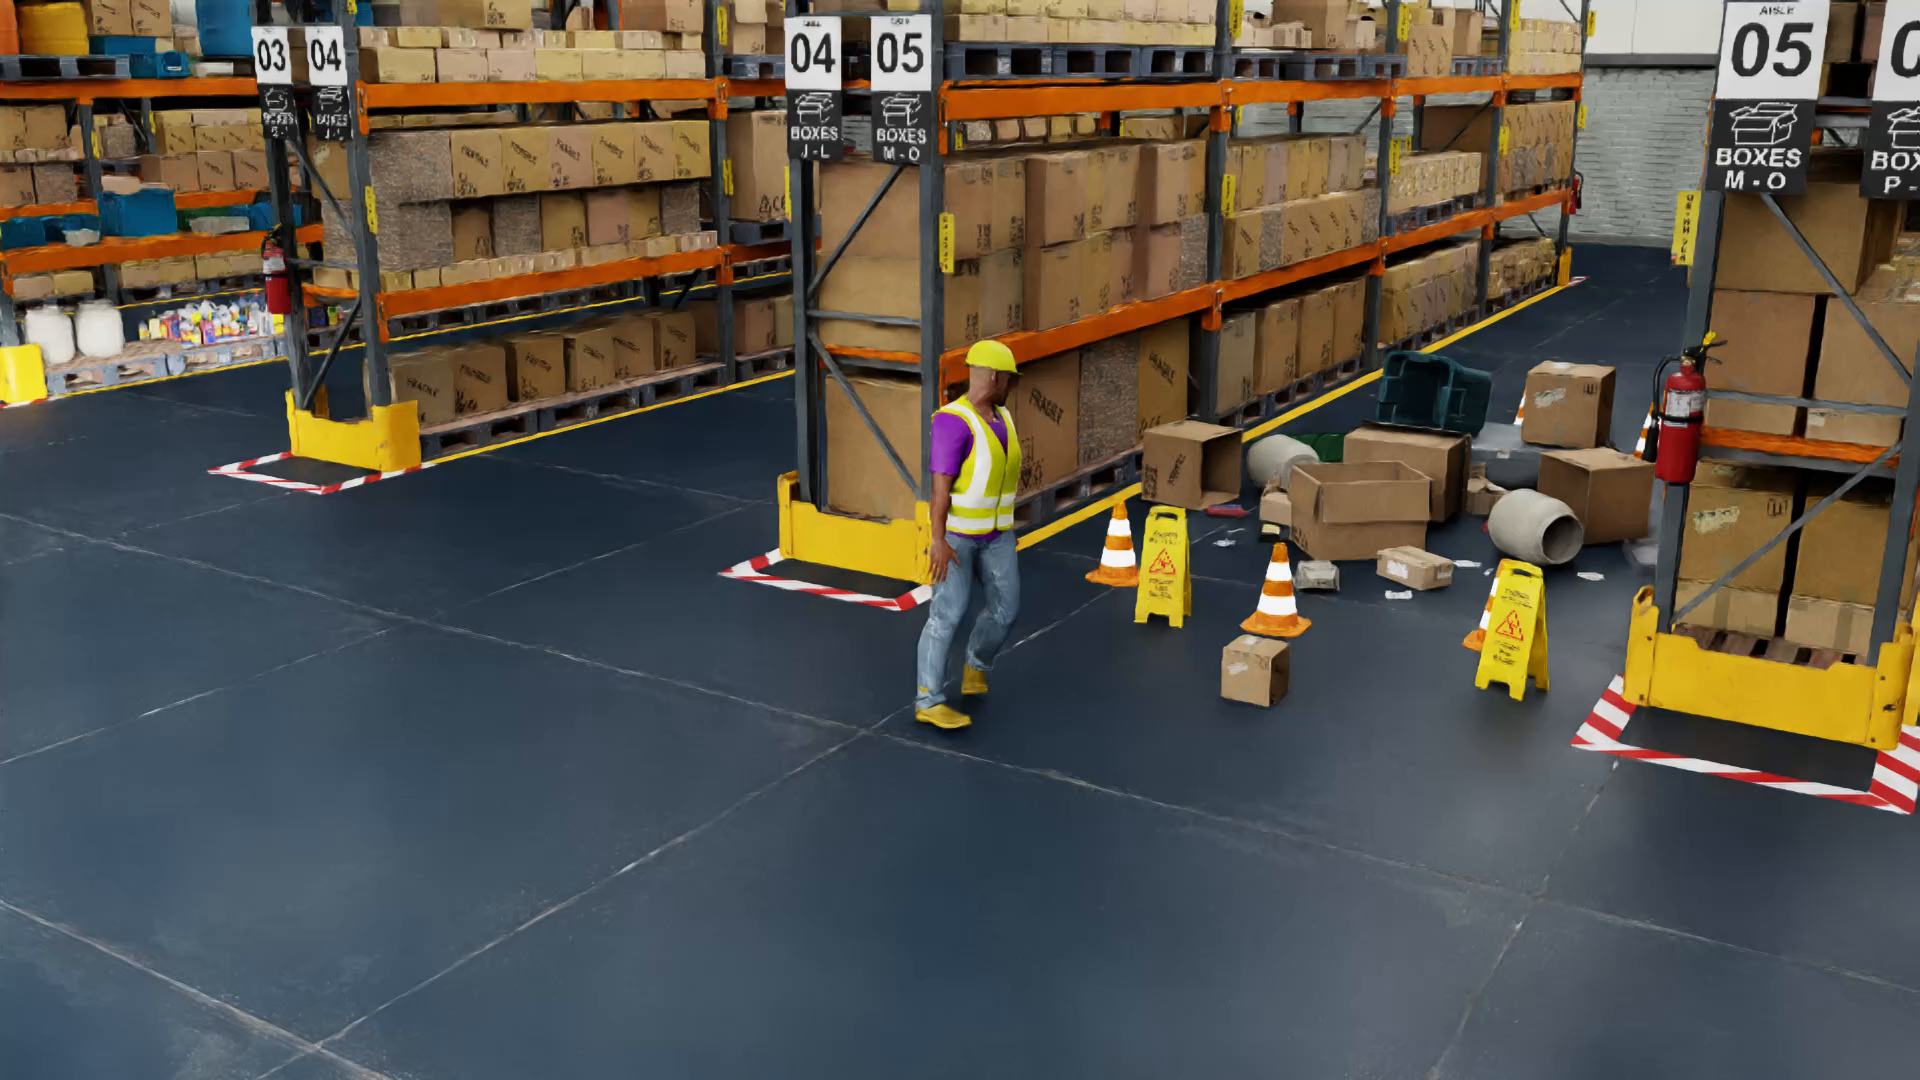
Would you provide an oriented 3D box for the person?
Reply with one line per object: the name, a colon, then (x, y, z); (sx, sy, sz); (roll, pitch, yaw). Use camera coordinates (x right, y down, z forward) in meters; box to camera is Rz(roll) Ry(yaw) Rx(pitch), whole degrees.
person: (0.049, -0.040, 7.639); (0.430, 1.743, 0.669); (15, 22, 42)
